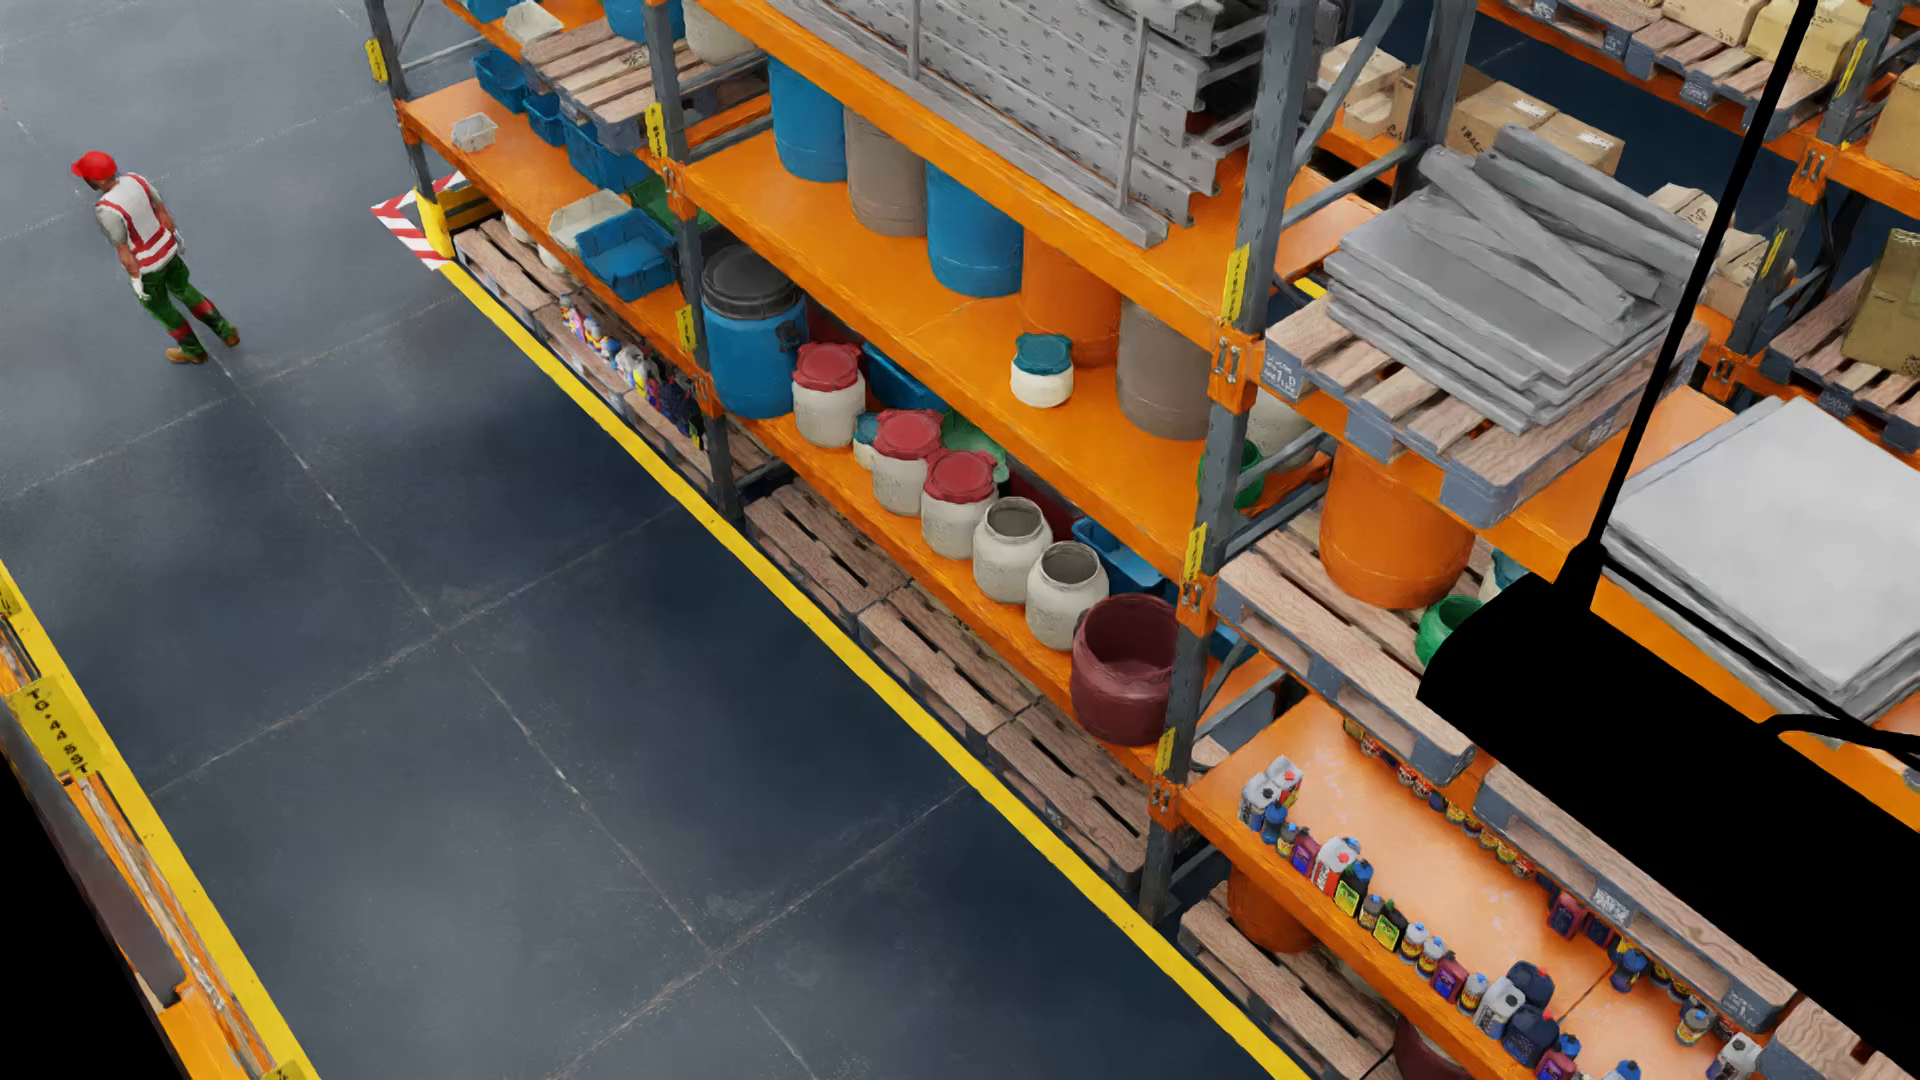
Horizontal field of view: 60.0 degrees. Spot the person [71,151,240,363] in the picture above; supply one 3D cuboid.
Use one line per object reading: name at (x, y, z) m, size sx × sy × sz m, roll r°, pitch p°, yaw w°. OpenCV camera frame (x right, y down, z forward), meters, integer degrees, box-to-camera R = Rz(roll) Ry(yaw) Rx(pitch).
person at (-5.592, -1.962, 11.627) m, size 0.576 × 1.777 × 0.587 m, roll 11°, pitch 47°, yaw 10°
